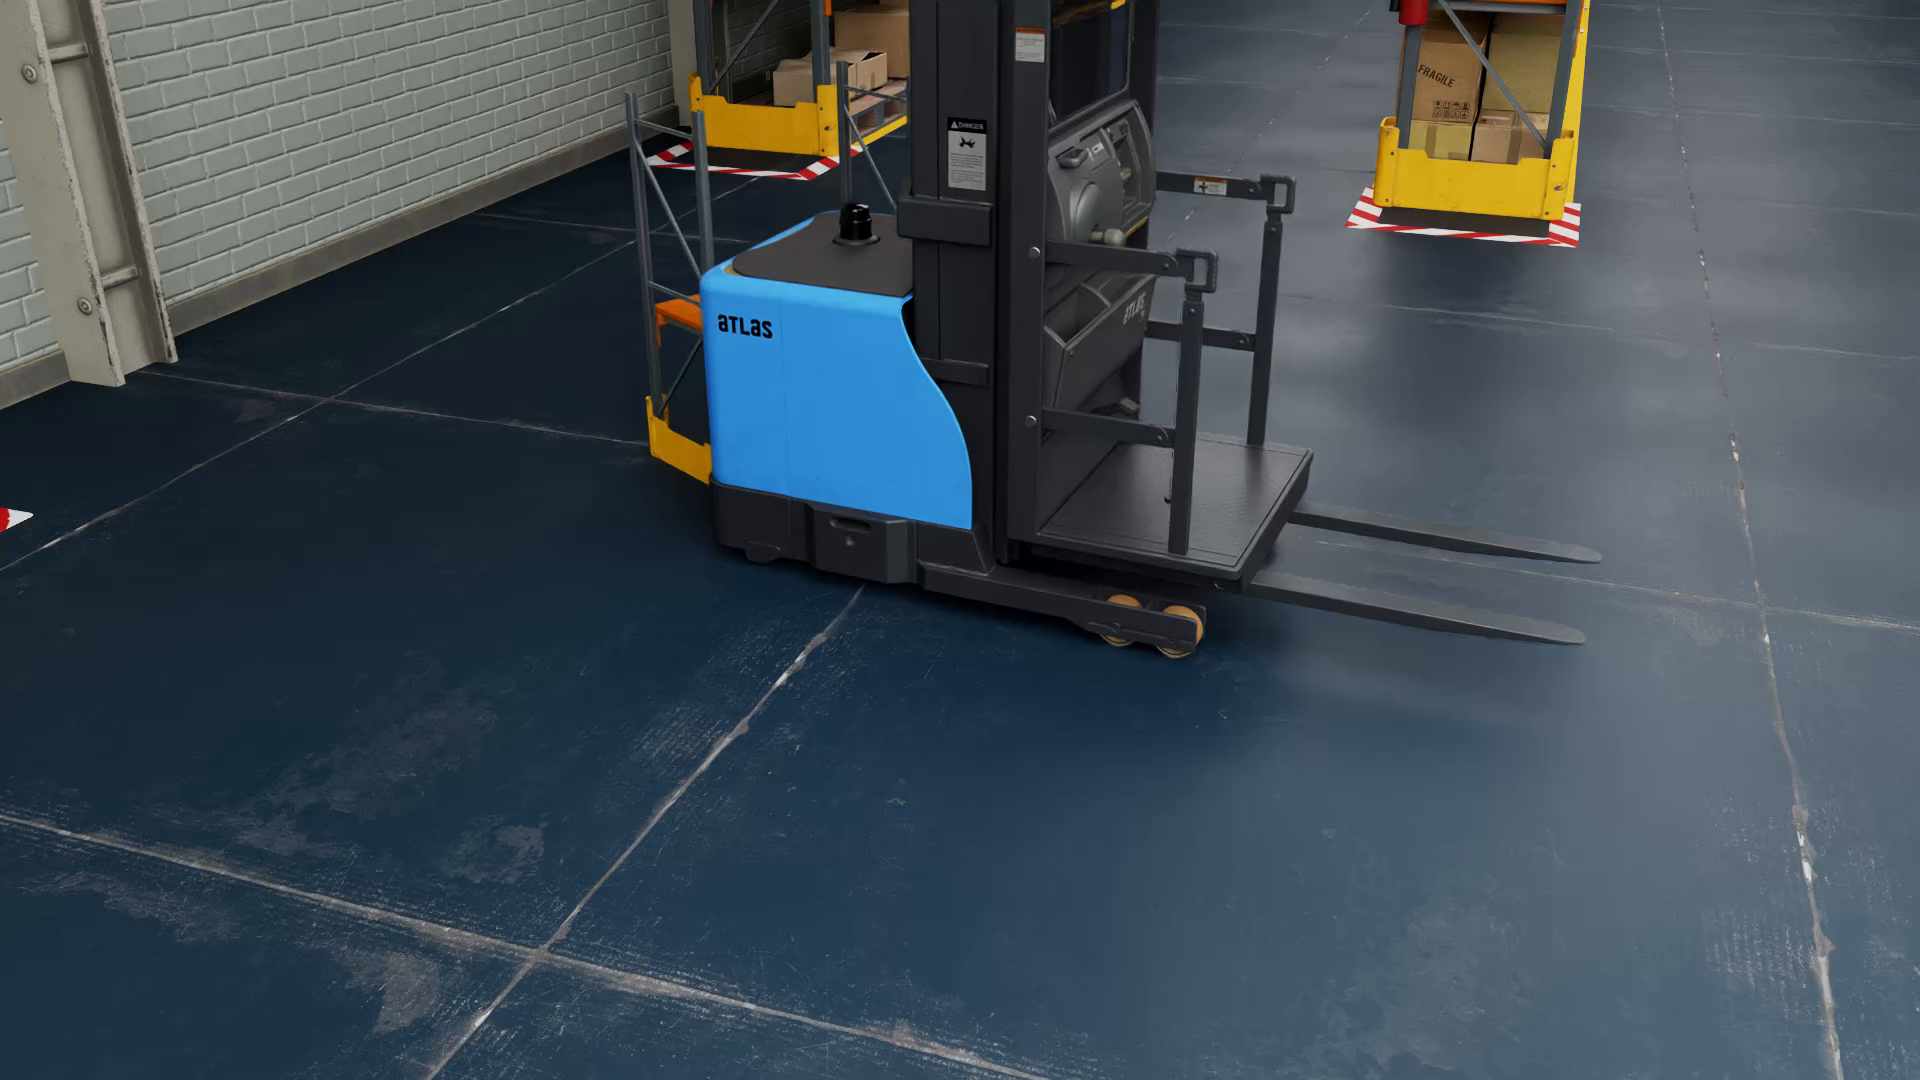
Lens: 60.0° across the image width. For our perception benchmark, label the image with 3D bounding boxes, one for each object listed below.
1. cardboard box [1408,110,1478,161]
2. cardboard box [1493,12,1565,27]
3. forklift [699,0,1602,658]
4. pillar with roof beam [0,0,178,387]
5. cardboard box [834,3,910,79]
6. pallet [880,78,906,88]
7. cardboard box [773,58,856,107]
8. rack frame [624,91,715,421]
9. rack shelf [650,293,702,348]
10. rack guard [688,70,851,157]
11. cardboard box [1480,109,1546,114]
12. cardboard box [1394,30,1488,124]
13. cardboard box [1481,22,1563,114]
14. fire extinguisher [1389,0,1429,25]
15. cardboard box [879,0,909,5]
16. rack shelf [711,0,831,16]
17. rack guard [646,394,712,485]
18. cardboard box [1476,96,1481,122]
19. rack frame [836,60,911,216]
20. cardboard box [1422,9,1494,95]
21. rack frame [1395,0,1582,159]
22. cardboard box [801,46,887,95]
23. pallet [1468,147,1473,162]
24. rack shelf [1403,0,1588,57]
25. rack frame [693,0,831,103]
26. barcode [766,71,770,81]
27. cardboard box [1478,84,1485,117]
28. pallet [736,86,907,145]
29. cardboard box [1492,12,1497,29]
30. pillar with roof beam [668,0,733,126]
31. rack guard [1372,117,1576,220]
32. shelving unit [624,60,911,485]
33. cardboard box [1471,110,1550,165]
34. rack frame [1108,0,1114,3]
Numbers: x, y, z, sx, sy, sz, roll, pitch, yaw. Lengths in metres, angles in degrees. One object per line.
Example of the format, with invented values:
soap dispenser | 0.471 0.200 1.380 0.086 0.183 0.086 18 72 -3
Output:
cardboard box | 3.161 -2.715 11.088 0.500 0.250 0.500 9 27 17
cardboard box | 3.968 -3.390 11.622 0.500 0.500 0.500 9 27 17
forklift | 0.653 -1.198 5.360 3.031 2.935 1.130 11 28 21
pillar with roof beam | 0.069 -4.240 4.681 9.100 9.000 0.400 9 27 17
cardboard box | -0.615 -4.089 13.618 0.700 0.500 0.500 7 27 14
pallet | -0.675 -3.821 13.900 1.003 0.211 1.213 9 27 17
cardboard box | -1.096 -3.476 12.567 0.500 0.311 0.500 6 26 12
rack frame | -1.100 -0.951 6.493 0.032 1.500 0.500 -21 33 -37
rack shelf | -0.720 -0.936 6.876 1.000 0.185 0.538 -21 33 -37
rack guard | -1.386 -3.123 12.126 1.175 0.500 0.348 9 27 17
cardboard box | 3.812 -2.845 11.358 0.500 0.250 0.500 9 27 17
cardboard box | 3.159 -3.052 10.925 0.500 0.500 0.500 9 27 17
cardboard box | 3.814 -3.183 11.194 0.500 0.500 0.500 9 27 17
fire extinguisher | 2.784 -3.484 10.092 0.296 0.674 0.183 9 27 17
cardboard box | -0.388 -4.501 14.468 0.500 0.500 0.500 7 27 14
rack shelf | -0.746 -4.715 13.371 1.077 0.370 4.000 9 27 17
rack guard | -1.086 -0.394 6.777 0.087 0.250 0.587 -21 33 -37
cardboard box | 3.316 -2.922 11.516 0.500 0.250 0.500 9 27 17
rack frame | -0.341 -1.246 7.102 0.032 1.500 0.500 -21 33 -37
cardboard box | 3.478 -3.465 11.778 0.500 0.500 0.500 9 27 17
rack frame | 3.261 -3.500 10.036 1.000 3.000 0.127 9 27 17
cardboard box | -0.907 -3.710 13.051 0.500 0.311 0.500 11 28 22
pallet | 3.476 -2.565 11.306 1.003 0.211 1.213 9 27 17
rack shelf | 3.927 -3.998 11.891 1.077 0.370 4.000 9 27 17
rack frame | -1.411 -4.217 11.517 1.000 3.000 0.127 9 27 17
barcode | -1.467 -3.545 12.700 0.001 0.075 0.075 9 27 17
cardboard box | 3.481 -3.127 11.941 0.500 0.250 0.500 9 27 17
pallet | -1.082 -3.322 12.868 1.003 0.211 1.213 9 27 17
cardboard box | 3.646 -3.671 12.202 0.500 0.500 0.500 9 27 17
pillar with roof beam | 2.065 -6.706 9.773 9.100 9.000 0.400 9 27 17
rack guard | 3.253 -2.365 10.561 1.175 0.500 0.348 9 27 17
shelving unit | -0.714 -1.101 6.803 1.083 1.500 0.587 -21 33 -37
cardboard box | 3.649 -2.639 10.933 0.500 0.250 0.500 9 27 17
rack frame | 1.251 -7.504 18.307 1.000 3.000 0.127 9 27 17
